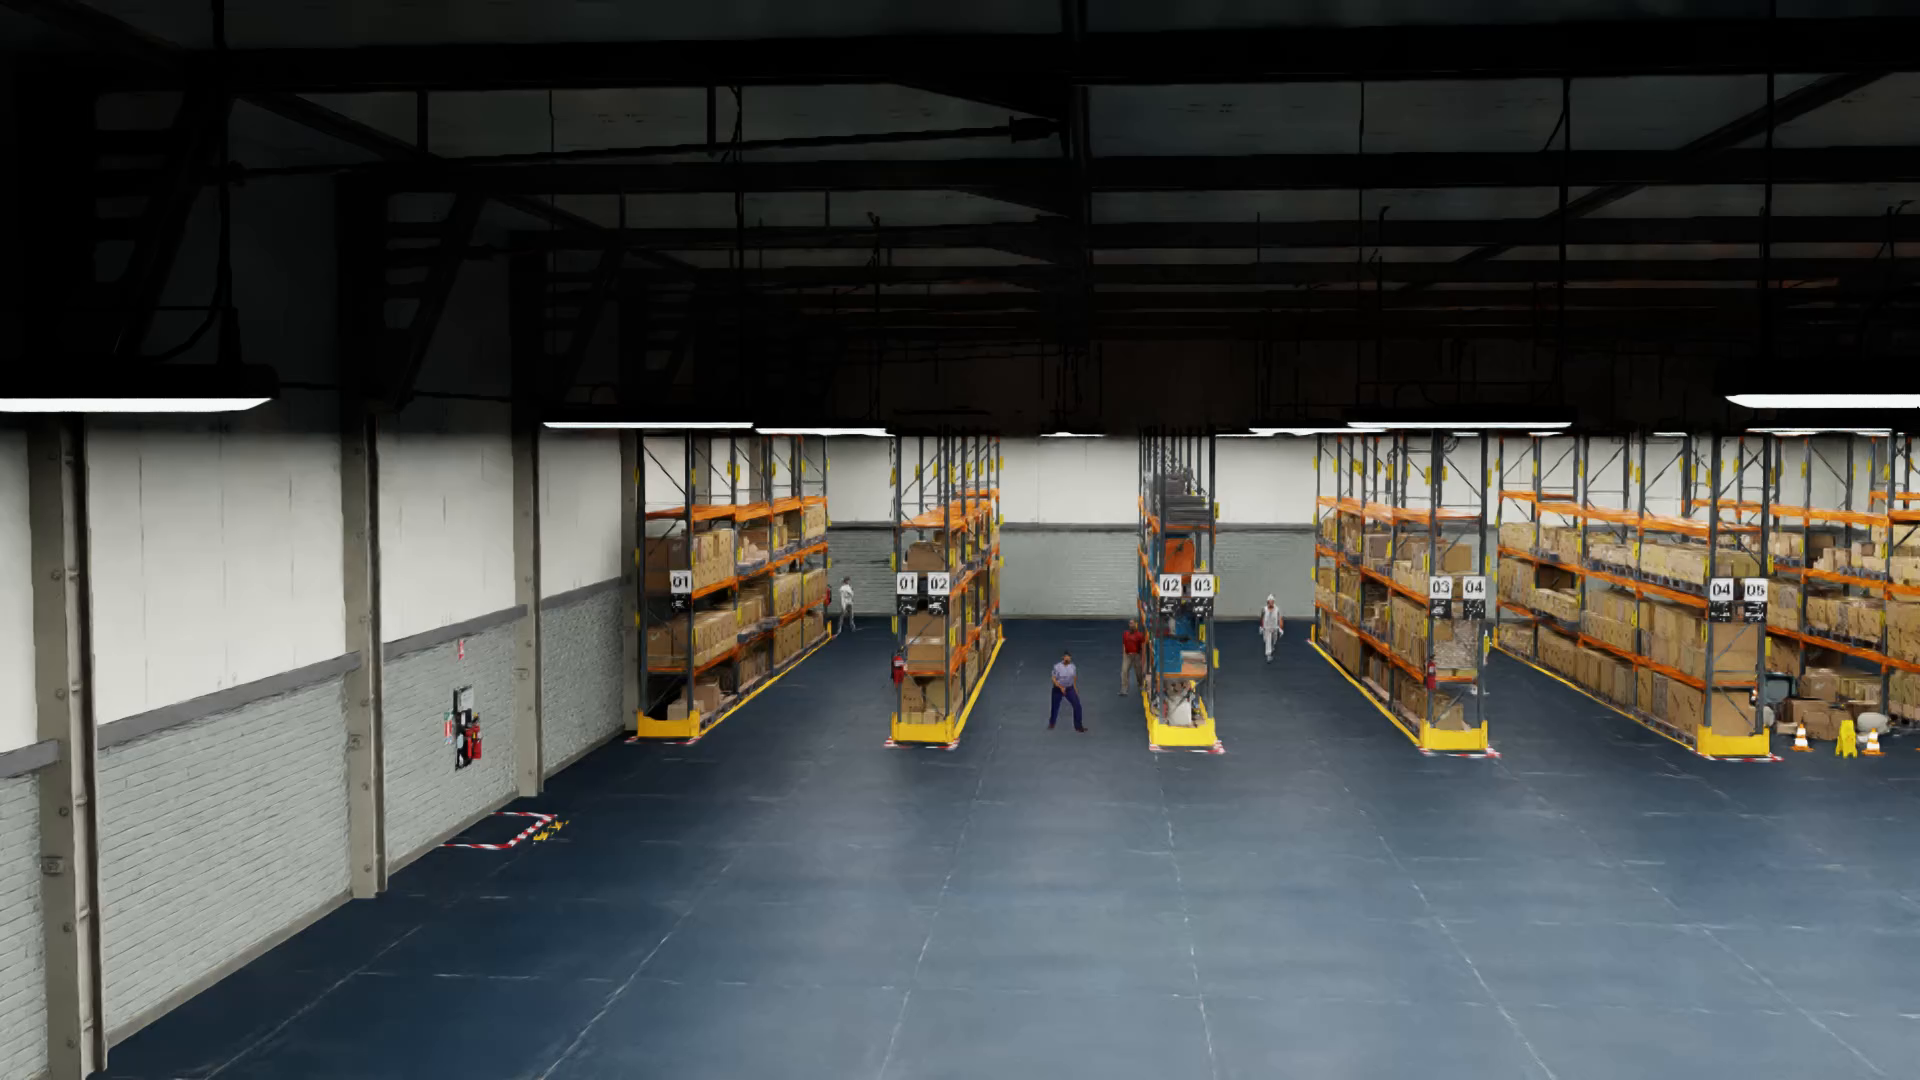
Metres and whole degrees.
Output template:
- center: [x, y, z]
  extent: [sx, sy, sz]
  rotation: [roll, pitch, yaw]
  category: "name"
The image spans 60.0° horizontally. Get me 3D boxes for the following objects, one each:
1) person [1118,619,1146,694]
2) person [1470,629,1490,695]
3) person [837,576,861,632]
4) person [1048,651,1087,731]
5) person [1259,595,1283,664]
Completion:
- center: [3.903, 2.607, 37.312]
  extent: [0.568, 1.677, 0.945]
  rotation: [1, 4, 21]
  category: "person"
- center: [11.636, 2.548, 37.210]
  extent: [0.522, 1.790, 0.653]
  rotation: [-1, 4, -20]
  category: "person"
- center: [-3.323, 1.883, 49.186]
  extent: [0.516, 1.673, 0.668]
  rotation: [3, 4, 37]
  category: "person"
- center: [2.070, 2.994, 32.587]
  extent: [0.664, 1.478, 0.797]
  rotation: [-1, 4, -14]
  category: "person"
- center: [7.959, 2.269, 42.491]
  extent: [0.565, 1.736, 1.045]
  rotation: [0, 3, 4]
  category: "person"
